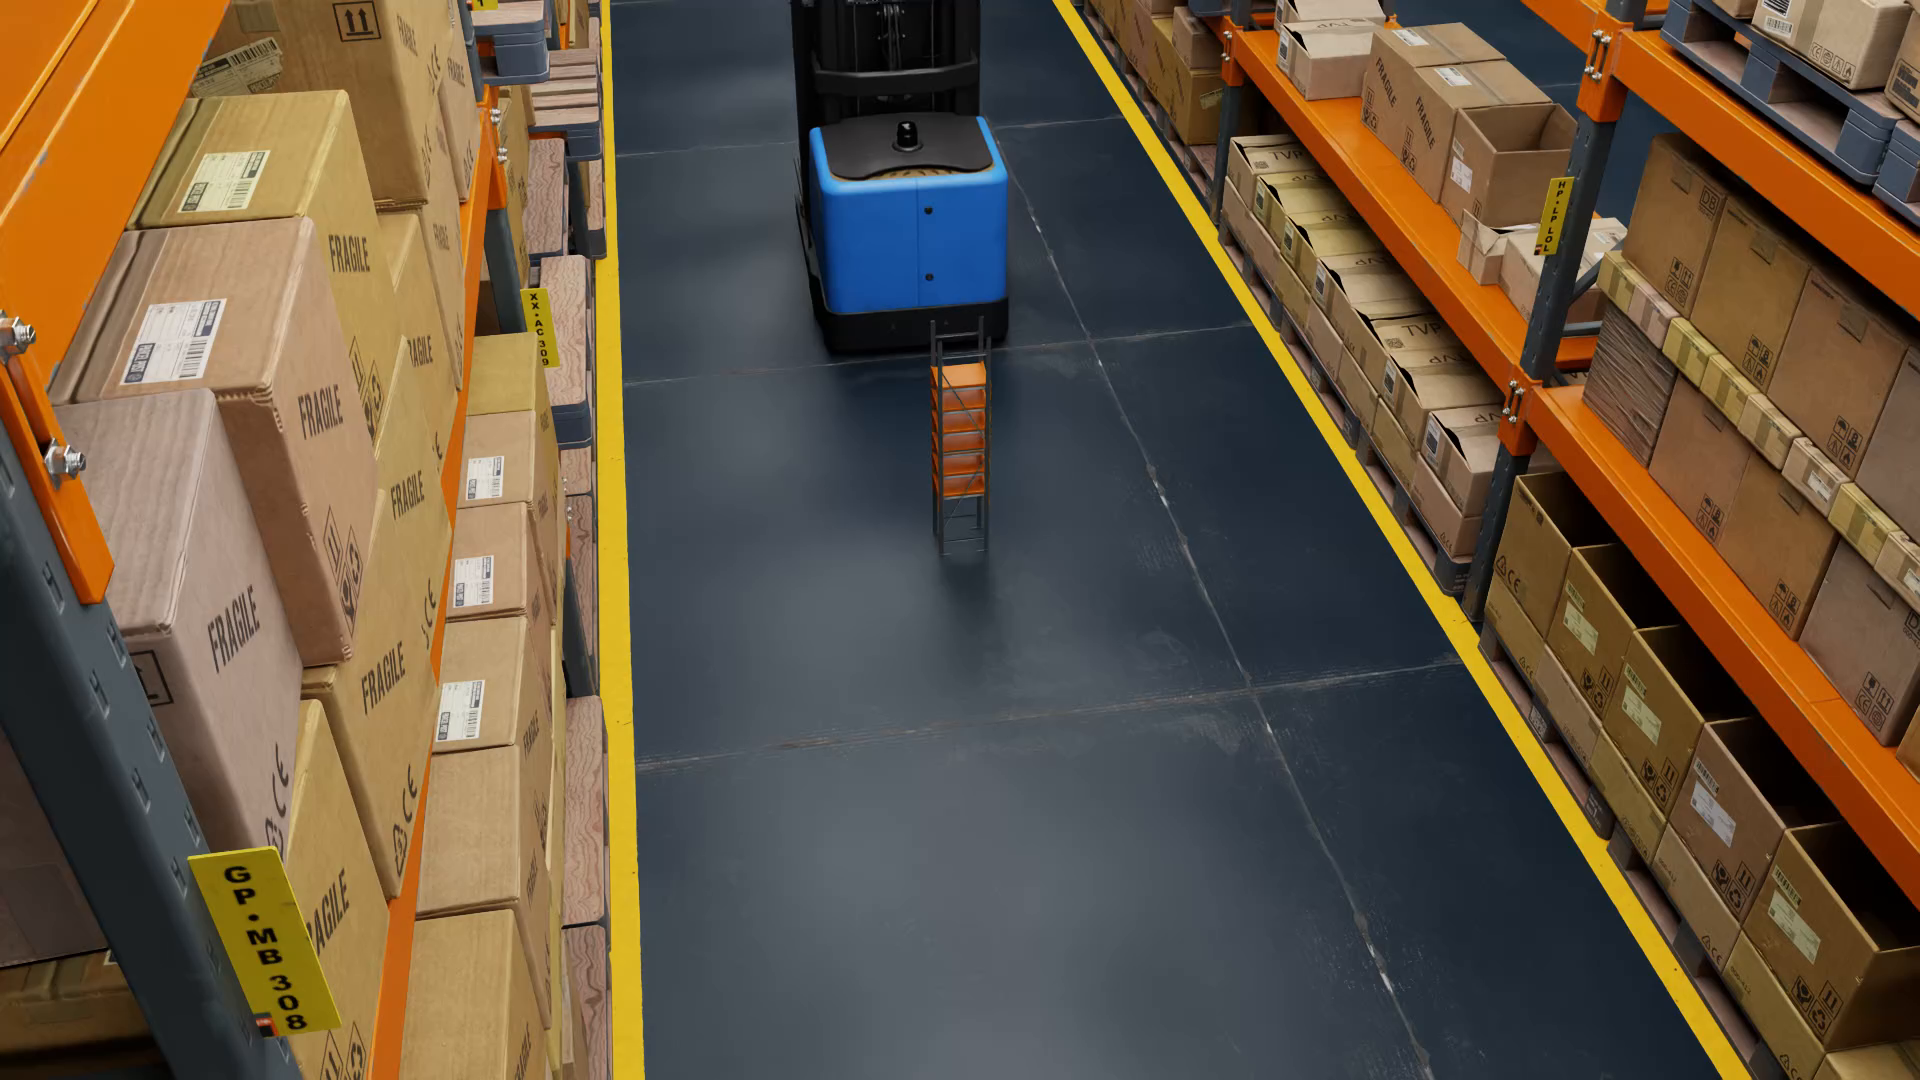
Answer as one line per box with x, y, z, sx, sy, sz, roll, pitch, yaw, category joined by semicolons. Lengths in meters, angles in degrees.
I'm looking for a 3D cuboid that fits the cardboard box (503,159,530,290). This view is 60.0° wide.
-2.190;-1.216;6.830;0.700;0.500;0.500;-3;38;-3;cardboard box

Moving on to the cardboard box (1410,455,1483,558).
2.474;-0.188;7.846;0.500;0.250;0.500;-7;38;-8;cardboard box

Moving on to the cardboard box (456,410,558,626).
-1.563;-0.045;5.258;0.500;0.500;0.500;-6;38;-8;cardboard box

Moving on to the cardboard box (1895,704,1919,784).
3.286;0.587;4.868;0.700;0.500;0.500;-6;38;-8;cardboard box

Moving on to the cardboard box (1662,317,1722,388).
2.780;-0.694;5.988;0.380;0.149;0.250;-7;38;-9;cardboard box

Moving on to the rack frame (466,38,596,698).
-2.044;-0.354;6.160;1.000;3.000;0.127;-6;38;-8;rack frame

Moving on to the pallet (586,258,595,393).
-2.610;-1.196;9.518;1.003;0.211;1.213;-6;38;-8;pallet

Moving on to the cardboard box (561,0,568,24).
-2.574;-3.225;10.044;0.380;0.149;0.250;-5;38;-7;cardboard box

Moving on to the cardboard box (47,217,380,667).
-1.209;-0.132;2.517;0.500;0.500;0.500;-7;38;-8;cardboard box

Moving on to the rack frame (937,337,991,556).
0.019;-0.410;7.699;0.240;1.200;0.006;-6;38;-8;rack frame

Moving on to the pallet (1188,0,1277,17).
1.943;-3.631;10.535;1.213;0.211;1.003;-6;38;-8;pallet

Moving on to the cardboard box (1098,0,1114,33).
1.379;-4.268;12.877;0.500;0.500;0.500;-6;38;-7;cardboard box

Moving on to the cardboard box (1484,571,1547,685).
2.615;0.344;7.161;0.500;0.250;0.500;-6;38;-8;cardboard box

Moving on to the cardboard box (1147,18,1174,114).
1.646;-3.344;11.688;0.500;0.500;0.500;-8;38;-10;cardboard box

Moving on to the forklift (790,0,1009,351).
-0.465;-3.128;9.787;1.130;2.935;3.031;-6;38;-7;forklift

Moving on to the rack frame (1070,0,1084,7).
1.430;-5.721;13.069;1.000;3.000;0.127;-6;38;-8;rack frame

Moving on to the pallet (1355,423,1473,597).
2.665;-0.228;8.272;1.003;0.211;1.213;-6;38;-8;pallet

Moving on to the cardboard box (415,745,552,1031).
-1.292;0.885;4.061;0.500;0.500;0.500;-7;38;-9;cardboard box

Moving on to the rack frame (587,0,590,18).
-3.446;-5.186;12.380;1.000;3.000;0.127;-6;38;-8;rack frame

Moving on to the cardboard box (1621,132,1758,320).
2.917;-1.173;6.076;0.700;0.500;0.500;-6;38;-8;cardboard box

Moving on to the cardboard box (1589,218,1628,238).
2.878;-1.347;7.643;0.380;0.149;0.250;-6;38;-8;cardboard box

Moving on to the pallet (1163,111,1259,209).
2.038;-2.659;11.400;1.003;0.211;1.213;-6;38;-8;pallet

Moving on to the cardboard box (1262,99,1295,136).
2.333;-2.797;10.984;0.500;0.500;0.500;-5;38;-6;cardboard box

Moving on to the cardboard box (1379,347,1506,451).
2.382;-0.718;8.070;0.500;0.311;0.500;-5;38;-7;cardboard box

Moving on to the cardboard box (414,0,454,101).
-1.582;-1.375;4.117;0.500;0.500;0.500;-4;38;-5;cardboard box

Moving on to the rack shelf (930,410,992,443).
0.003;-0.525;7.724;0.258;0.103;0.180;-6;38;-8;rack shelf

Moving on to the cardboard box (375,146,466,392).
-1.501;-0.670;4.024;0.500;0.500;0.500;-8;38;-10;cardboard box

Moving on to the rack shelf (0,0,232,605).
-1.693;-1.229;2.986;1.077;0.370;4.000;-6;38;-8;rack shelf

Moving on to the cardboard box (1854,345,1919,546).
3.181;-0.264;4.906;0.700;0.500;0.500;-6;38;-8;cardboard box

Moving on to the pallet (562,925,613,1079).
-1.674;1.888;5.548;1.003;0.211;1.213;-6;38;-8;pallet

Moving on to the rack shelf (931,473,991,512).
0.003;-0.240;7.945;0.258;0.103;0.180;-6;38;-8;rack shelf

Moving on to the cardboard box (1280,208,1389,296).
2.121;-1.634;9.249;0.500;0.311;0.500;-7;38;-9;cardboard box

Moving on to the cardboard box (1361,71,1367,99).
2.410;-2.441;9.052;0.380;0.149;0.250;-4;38;-5;cardboard box

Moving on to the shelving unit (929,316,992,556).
0.003;-0.465;7.771;0.258;1.200;0.189;-6;38;-8;shelving unit

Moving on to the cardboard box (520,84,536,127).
-2.528;-2.365;8.310;0.700;0.500;0.500;-10;39;-12;cardboard box

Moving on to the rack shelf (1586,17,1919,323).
3.183;-0.581;4.594;1.077;0.370;4.000;-6;38;-8;rack shelf

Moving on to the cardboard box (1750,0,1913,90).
2.756;-1.600;4.936;0.500;0.311;0.500;-8;39;-10;cardboard box

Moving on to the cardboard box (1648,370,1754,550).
3.015;-0.343;6.065;0.700;0.500;0.500;-7;38;-8;cardboard box

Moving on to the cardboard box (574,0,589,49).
-3.046;-3.587;11.733;0.750;0.750;0.750;-5;38;-7;cardboard box

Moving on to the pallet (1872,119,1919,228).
3.218;-0.791;4.350;1.003;0.211;1.213;-6;38;-8;pallet

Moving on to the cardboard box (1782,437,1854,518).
2.919;-0.223;5.382;0.380;0.149;0.250;-7;38;-9;cardboard box

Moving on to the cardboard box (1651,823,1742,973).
2.874;1.250;5.994;0.500;0.250;0.500;-6;38;-8;cardboard box

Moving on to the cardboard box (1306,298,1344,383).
2.210;-1.110;9.033;0.500;0.250;0.500;-5;38;-7;cardboard box

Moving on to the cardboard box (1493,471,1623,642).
2.606;0.049;6.930;0.500;0.500;0.500;-6;38;-8;cardboard box

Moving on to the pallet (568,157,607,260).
-2.809;-2.153;10.749;1.003;0.211;1.213;-6;38;-8;pallet

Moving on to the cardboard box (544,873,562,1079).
-1.304;1.164;4.312;0.500;0.250;0.500;-7;38;-9;cardboard box

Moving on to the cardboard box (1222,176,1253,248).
1.934;-2.037;10.226;0.500;0.250;0.500;-6;38;-8;cardboard box

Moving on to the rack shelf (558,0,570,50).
-3.096;-3.694;11.046;1.077;0.370;4.000;-6;38;-8;rack shelf

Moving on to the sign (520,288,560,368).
-1.511;-0.758;5.976;0.100;0.325;0.005;-6;38;-8;sign

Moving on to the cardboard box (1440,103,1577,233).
2.622;-1.712;7.827;0.500;0.500;0.500;-4;38;-5;cardboard box

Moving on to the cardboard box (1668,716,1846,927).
2.871;0.955;5.764;0.500;0.500;0.500;-6;38;-8;cardboard box

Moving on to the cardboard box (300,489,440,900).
-1.214;0.273;2.810;0.500;0.500;0.500;-4;38;-5;cardboard box

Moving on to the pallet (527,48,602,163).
-2.515;-2.275;8.790;1.213;0.211;1.003;-6;38;-8;pallet

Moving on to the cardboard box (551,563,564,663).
-1.583;0.253;5.485;0.500;0.250;0.500;-6;38;-8;cardboard box

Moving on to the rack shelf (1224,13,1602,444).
2.482;-1.813;8.624;1.077;0.370;4.000;-6;38;-8;rack shelf
